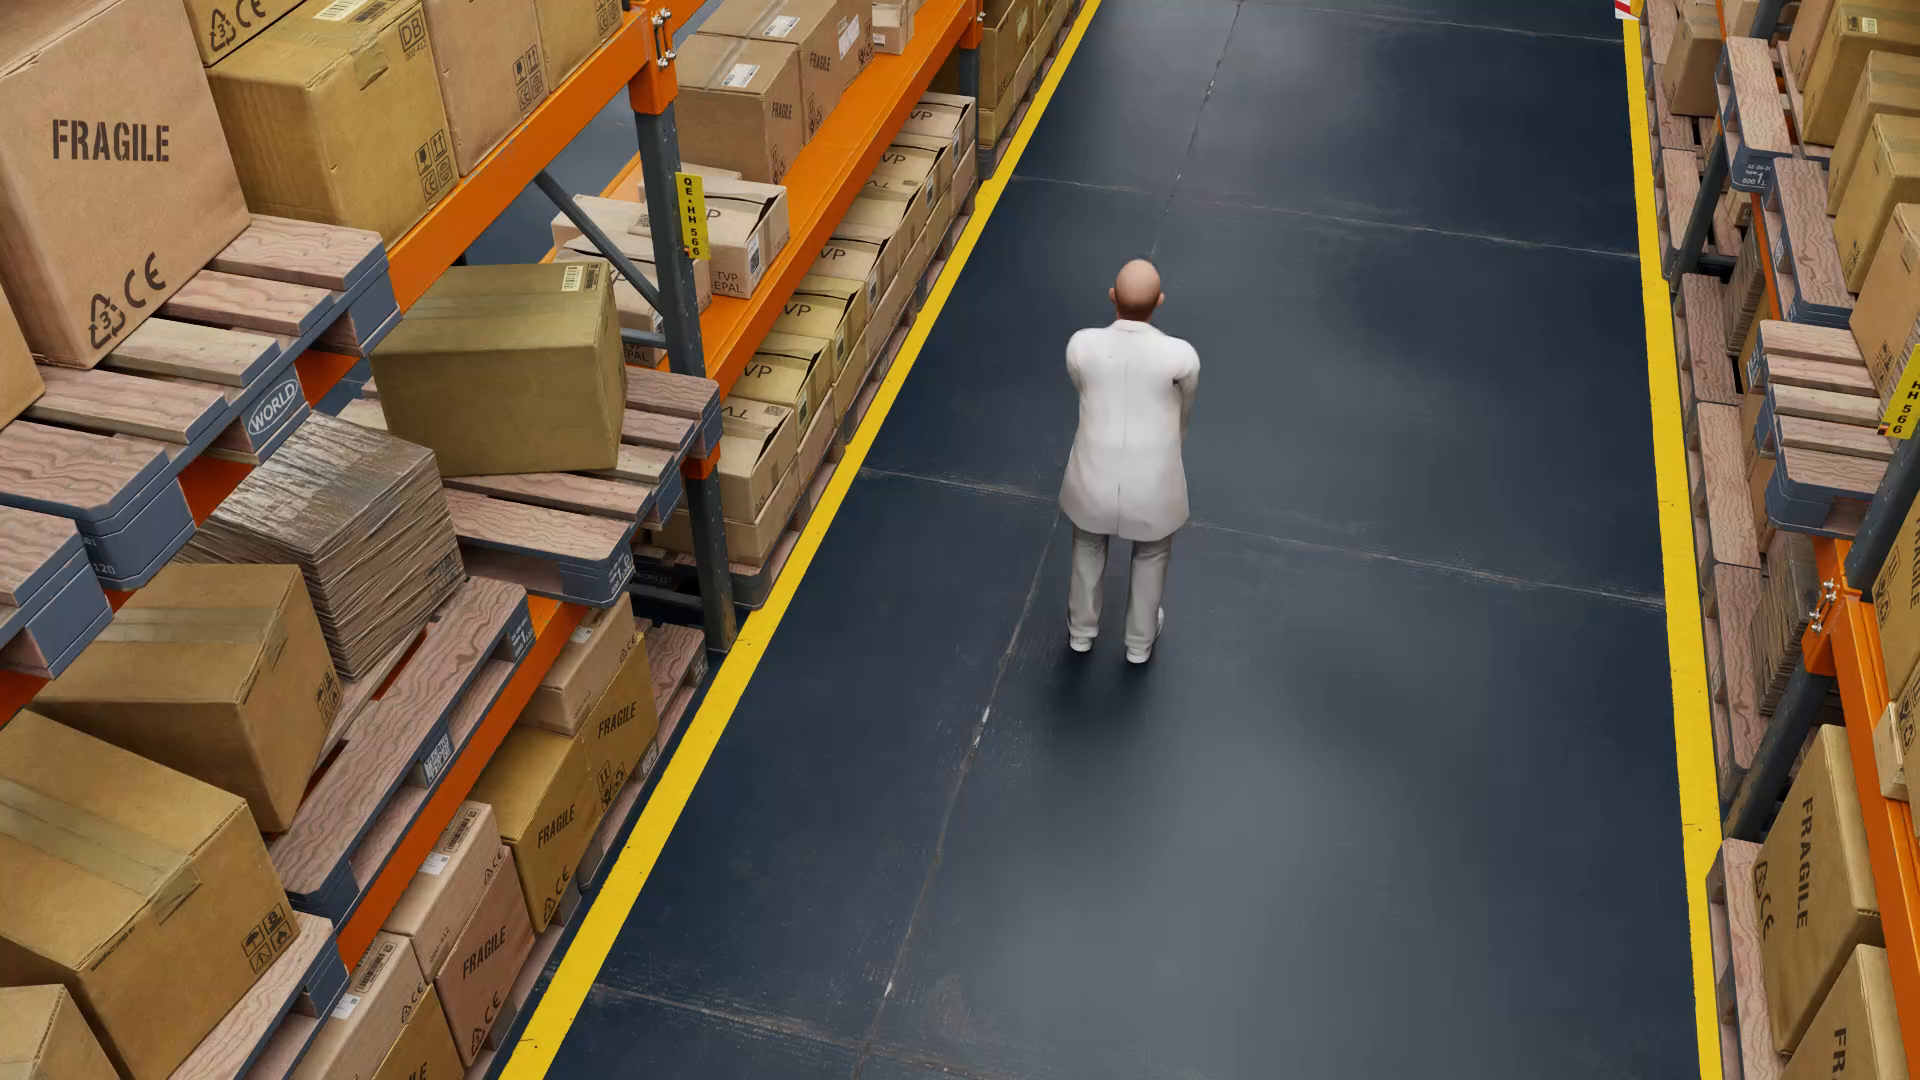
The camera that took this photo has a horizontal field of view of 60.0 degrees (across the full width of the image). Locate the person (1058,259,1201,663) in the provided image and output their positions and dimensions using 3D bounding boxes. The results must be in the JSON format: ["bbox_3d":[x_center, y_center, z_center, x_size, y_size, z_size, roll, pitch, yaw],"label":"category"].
[{"bbox_3d":[0.672,-0.334,6.569,0.532,1.774,0.574,9,41,11],"label":"person"}]
